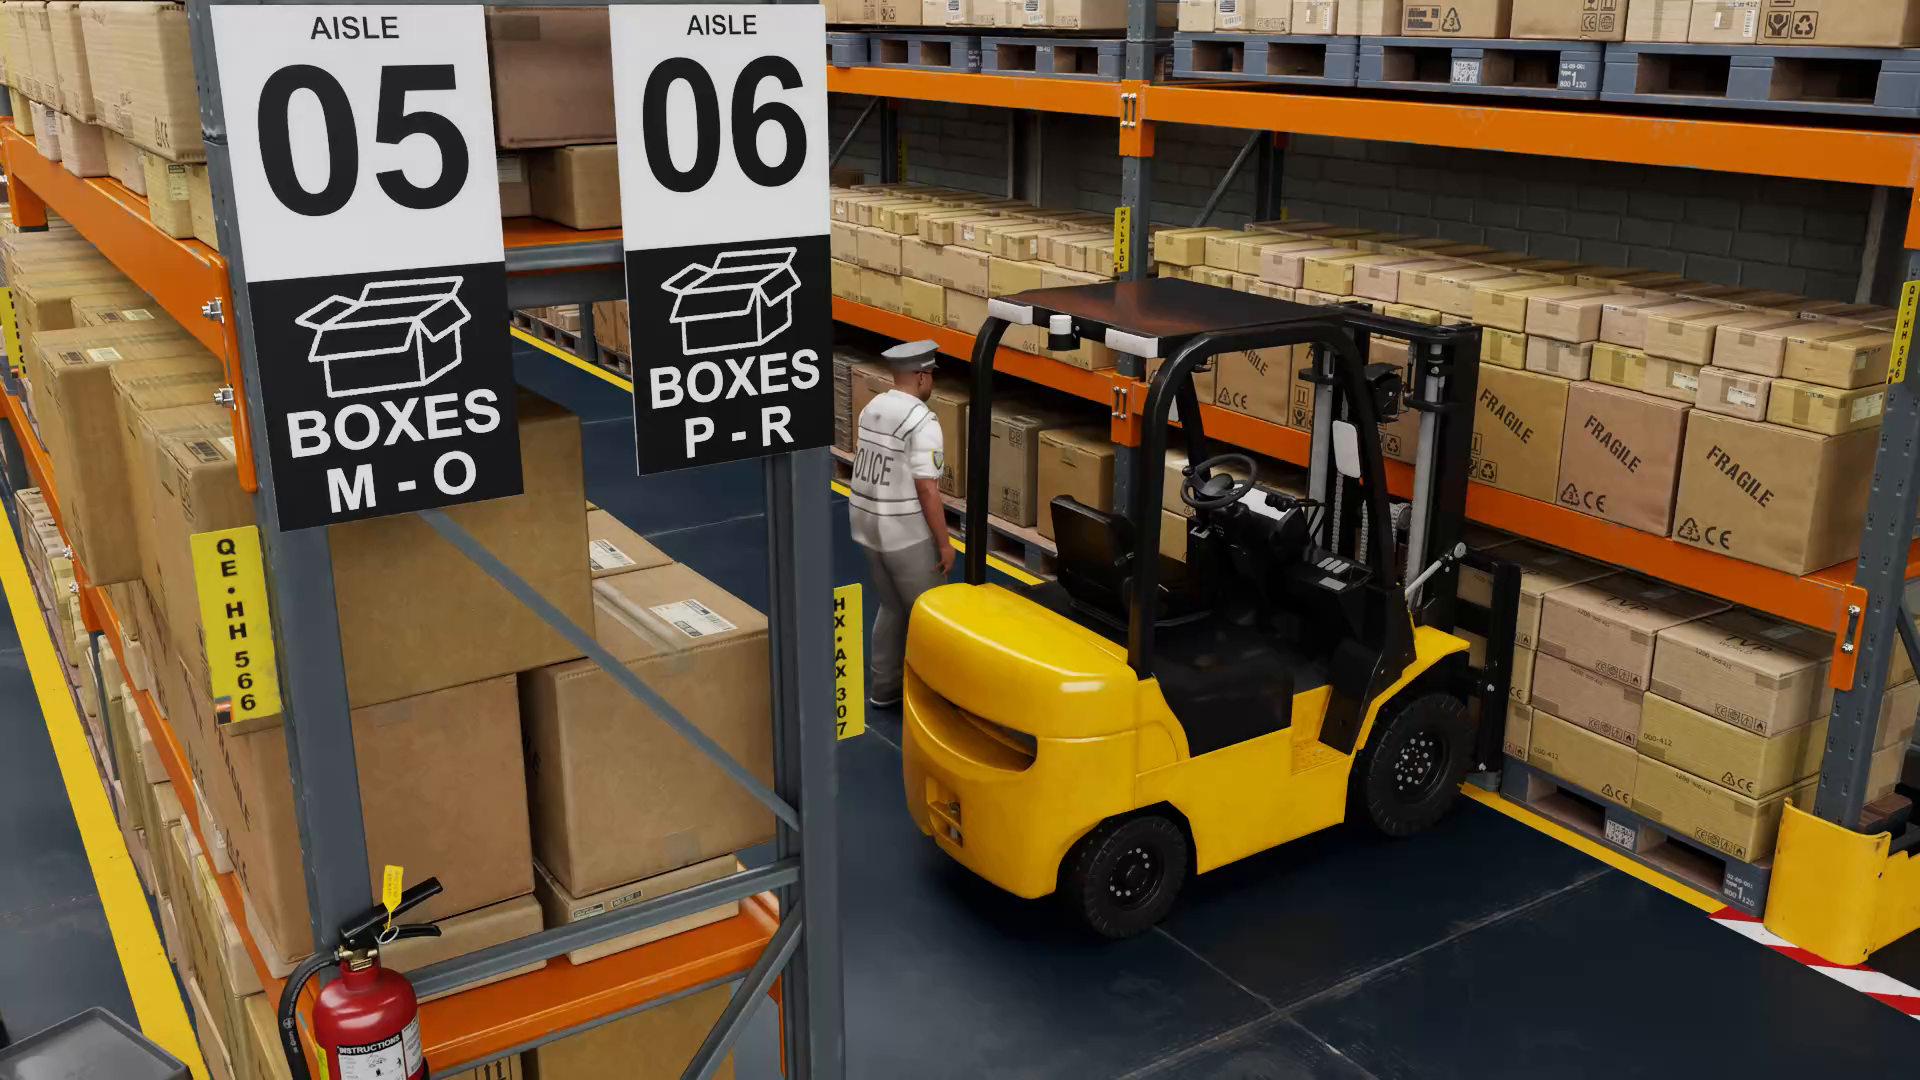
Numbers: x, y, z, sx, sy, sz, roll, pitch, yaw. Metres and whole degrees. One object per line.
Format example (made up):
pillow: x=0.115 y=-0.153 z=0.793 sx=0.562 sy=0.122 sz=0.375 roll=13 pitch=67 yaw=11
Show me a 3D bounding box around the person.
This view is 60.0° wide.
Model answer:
person: x=-0.262 y=-0.028 z=7.625 sx=0.431 sy=1.750 sz=0.606 roll=-13 pitch=22 yaw=-35
